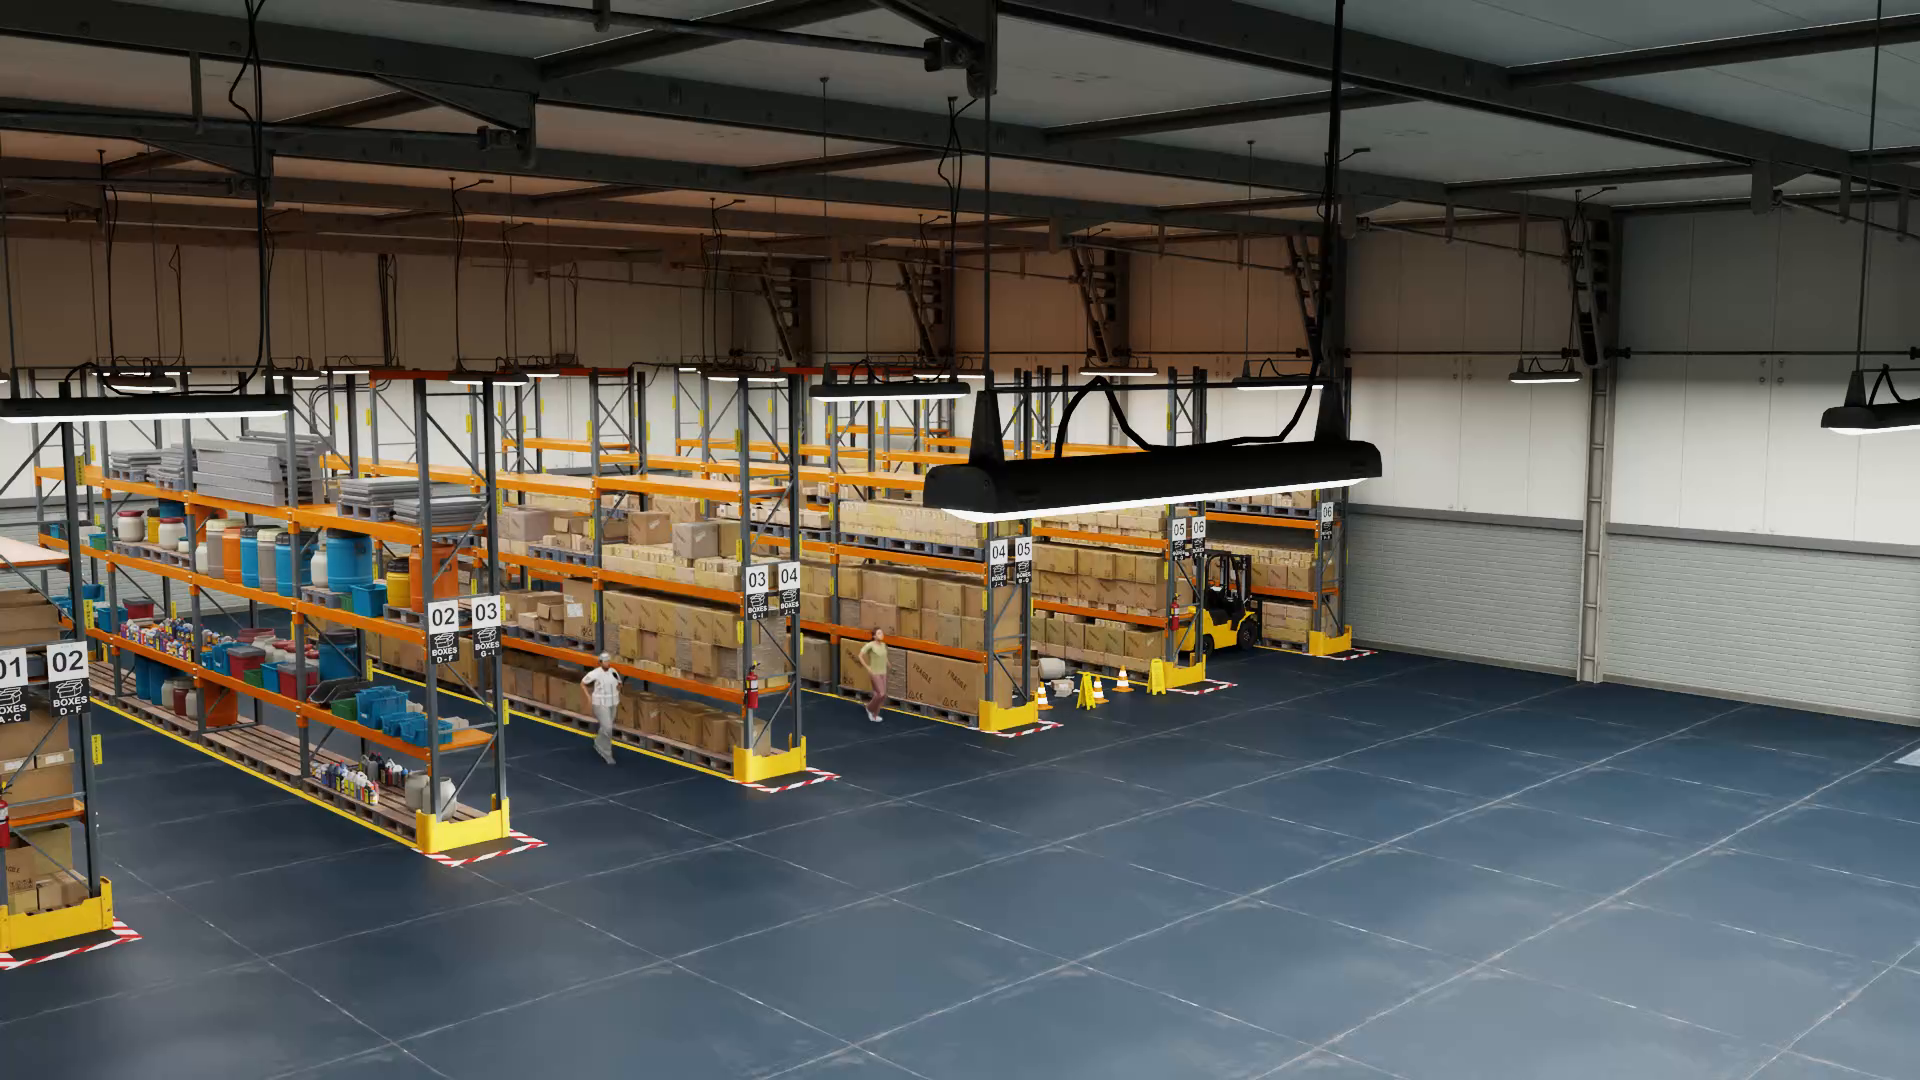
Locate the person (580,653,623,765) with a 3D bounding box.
[{"bbox_3d":[-5.519,2.604,25.810,0.767,1.720,0.580,5,8,39],"label":"person"}]

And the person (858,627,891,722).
[{"bbox_3d":[-1.403,2.305,28.465,0.494,1.643,0.561,6,9,44],"label":"person"}]

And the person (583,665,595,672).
[{"bbox_3d":[-7.061,1.840,31.960,0.735,1.817,0.641,5,8,36],"label":"person"}]
